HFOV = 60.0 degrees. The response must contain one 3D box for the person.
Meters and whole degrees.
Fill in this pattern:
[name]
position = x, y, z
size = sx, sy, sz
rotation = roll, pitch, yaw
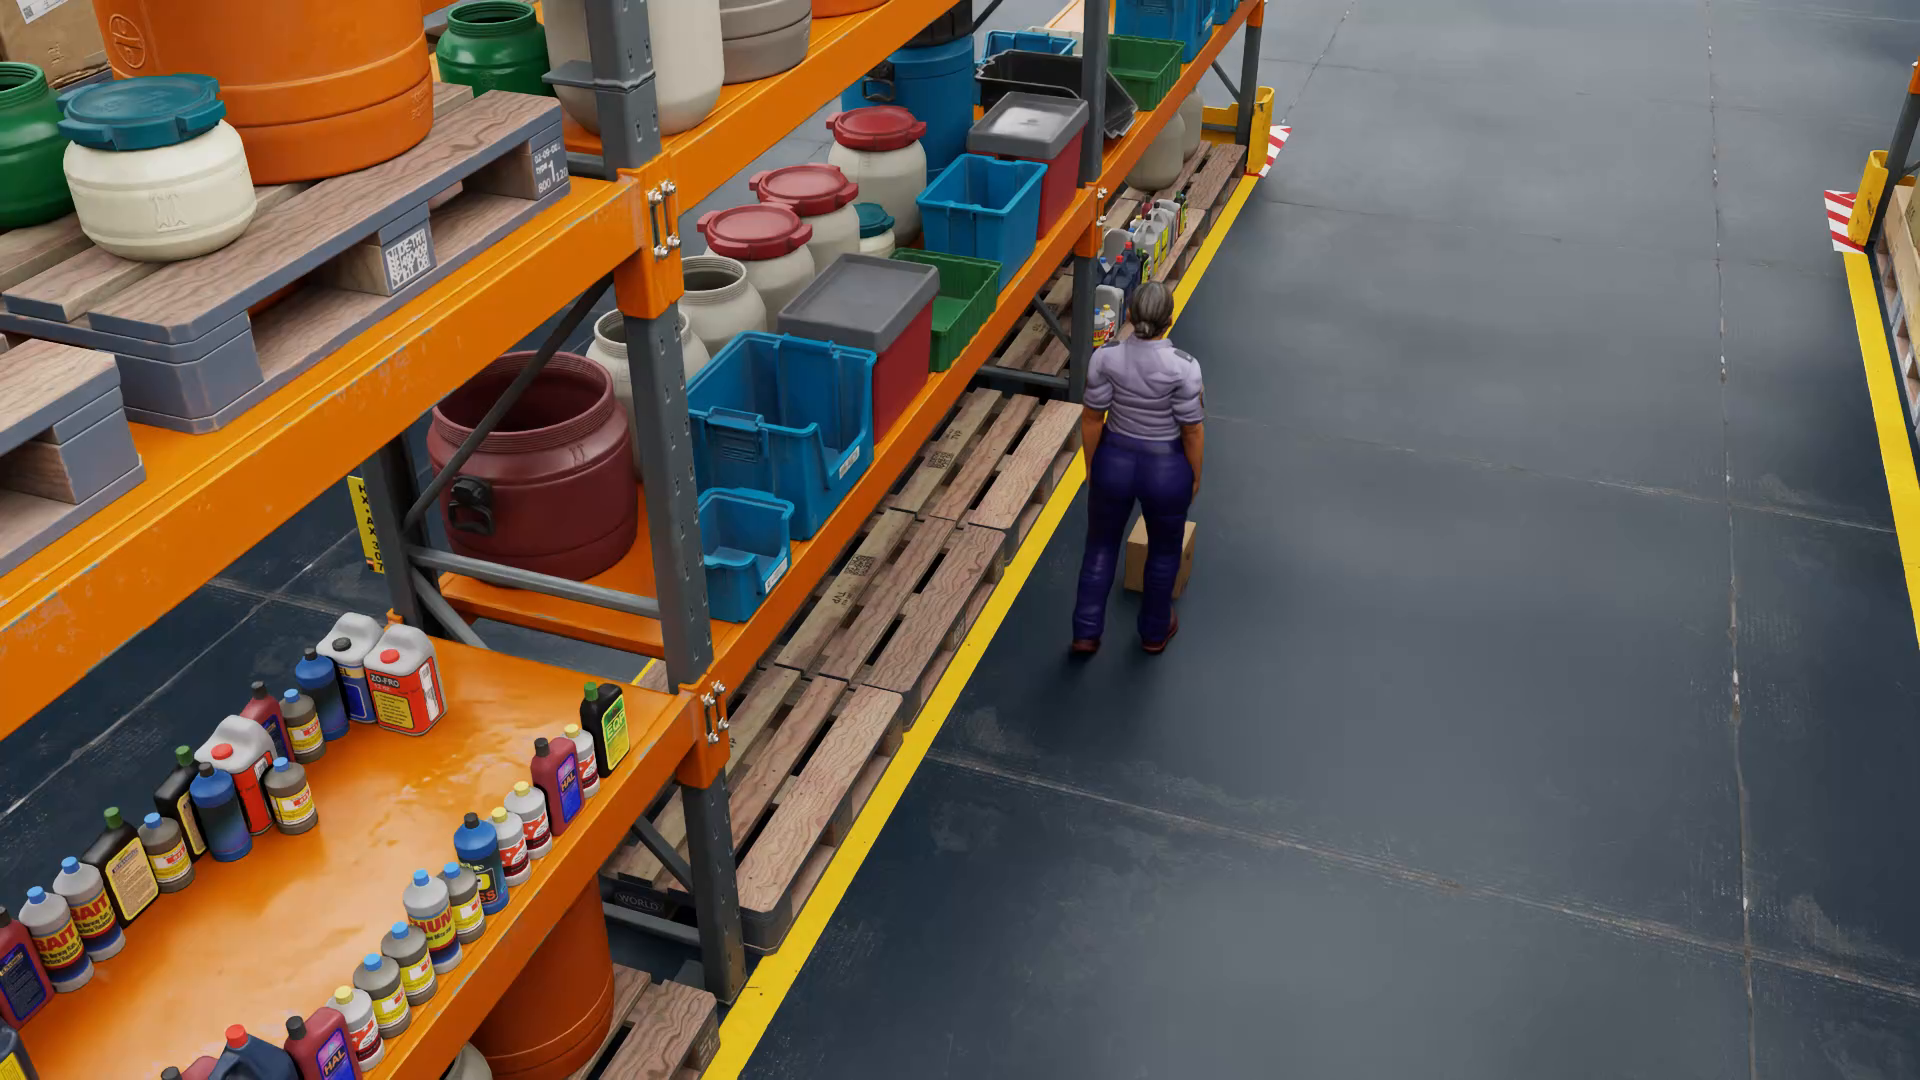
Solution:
[person]
position = 0.713, -0.240, 6.569
size = 0.479, 1.707, 0.458
rotation = 12, 35, 17
